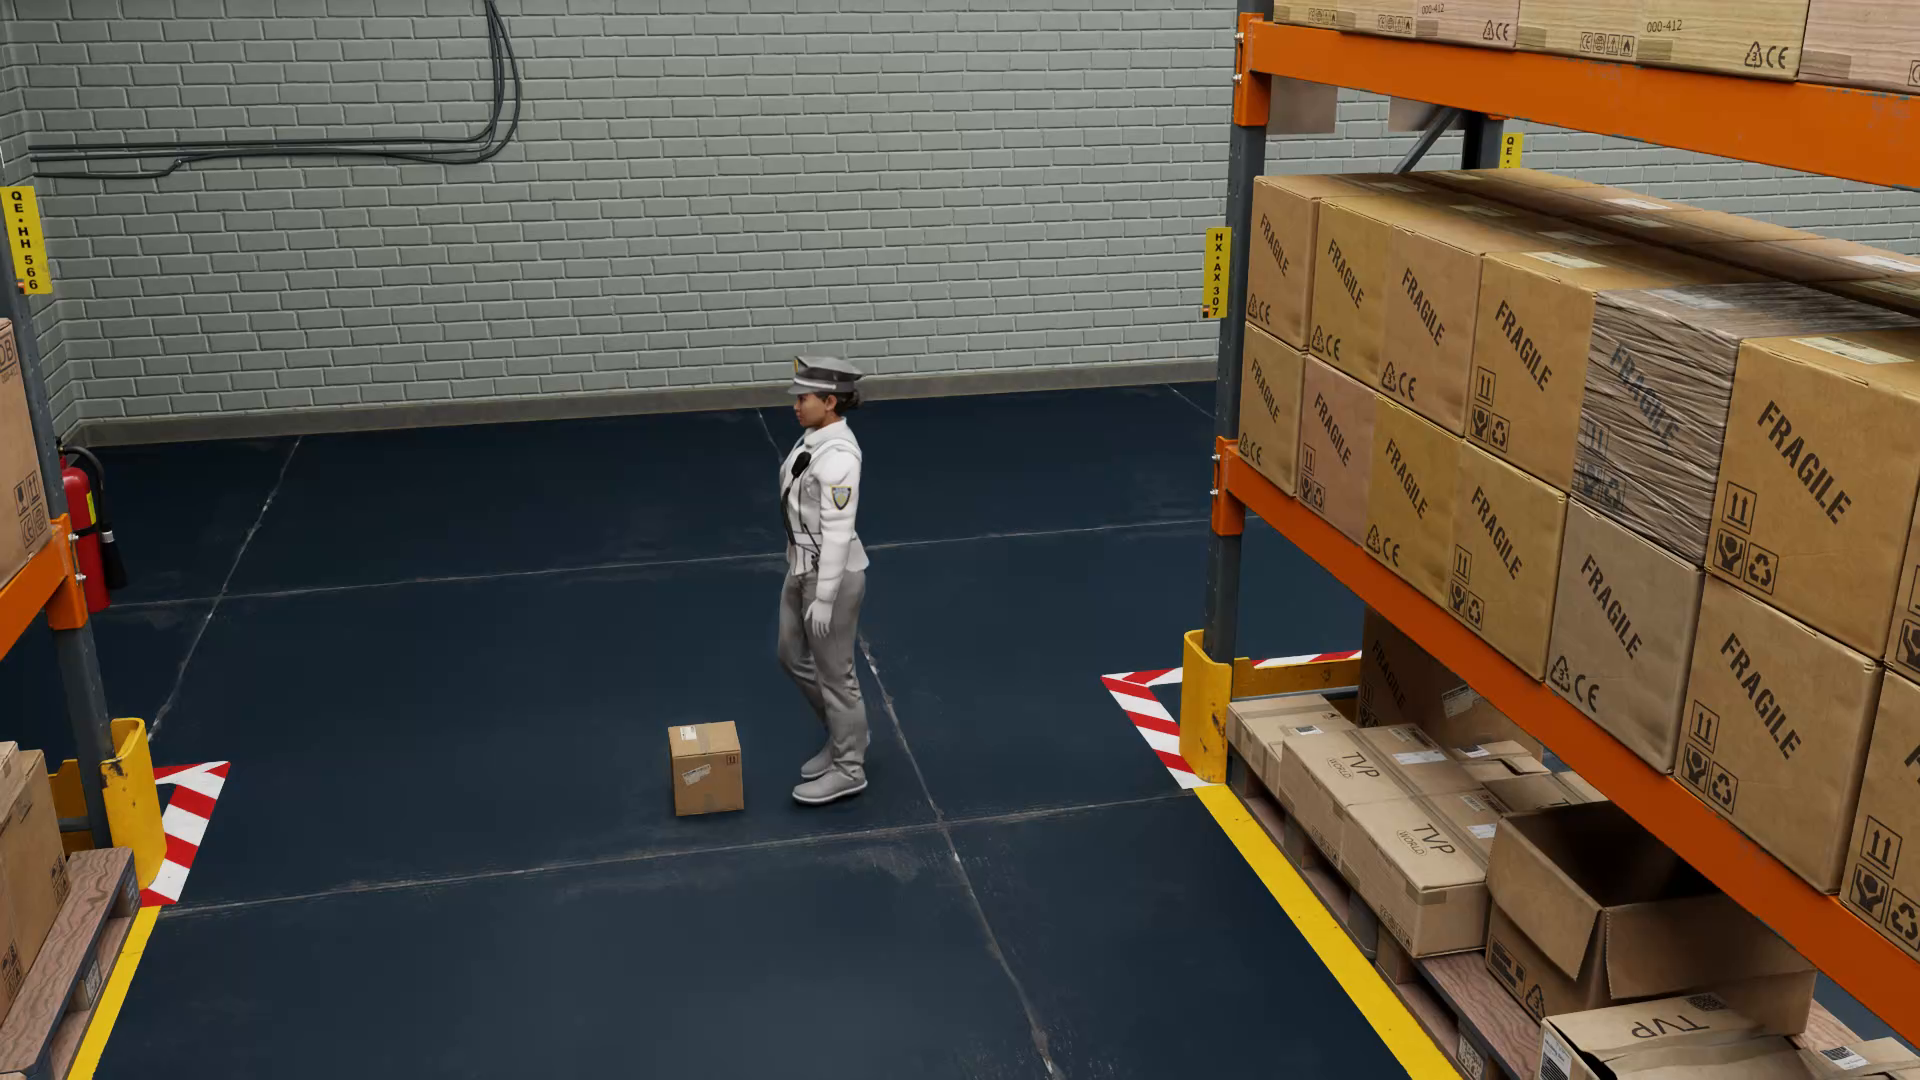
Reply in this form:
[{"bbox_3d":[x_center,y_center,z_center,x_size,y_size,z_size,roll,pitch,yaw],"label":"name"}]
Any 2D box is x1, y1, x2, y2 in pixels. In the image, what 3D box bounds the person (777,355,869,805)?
[{"bbox_3d":[-0.502,0.147,6.110,0.337,1.696,0.498,-4,20,-12],"label":"person"}]
